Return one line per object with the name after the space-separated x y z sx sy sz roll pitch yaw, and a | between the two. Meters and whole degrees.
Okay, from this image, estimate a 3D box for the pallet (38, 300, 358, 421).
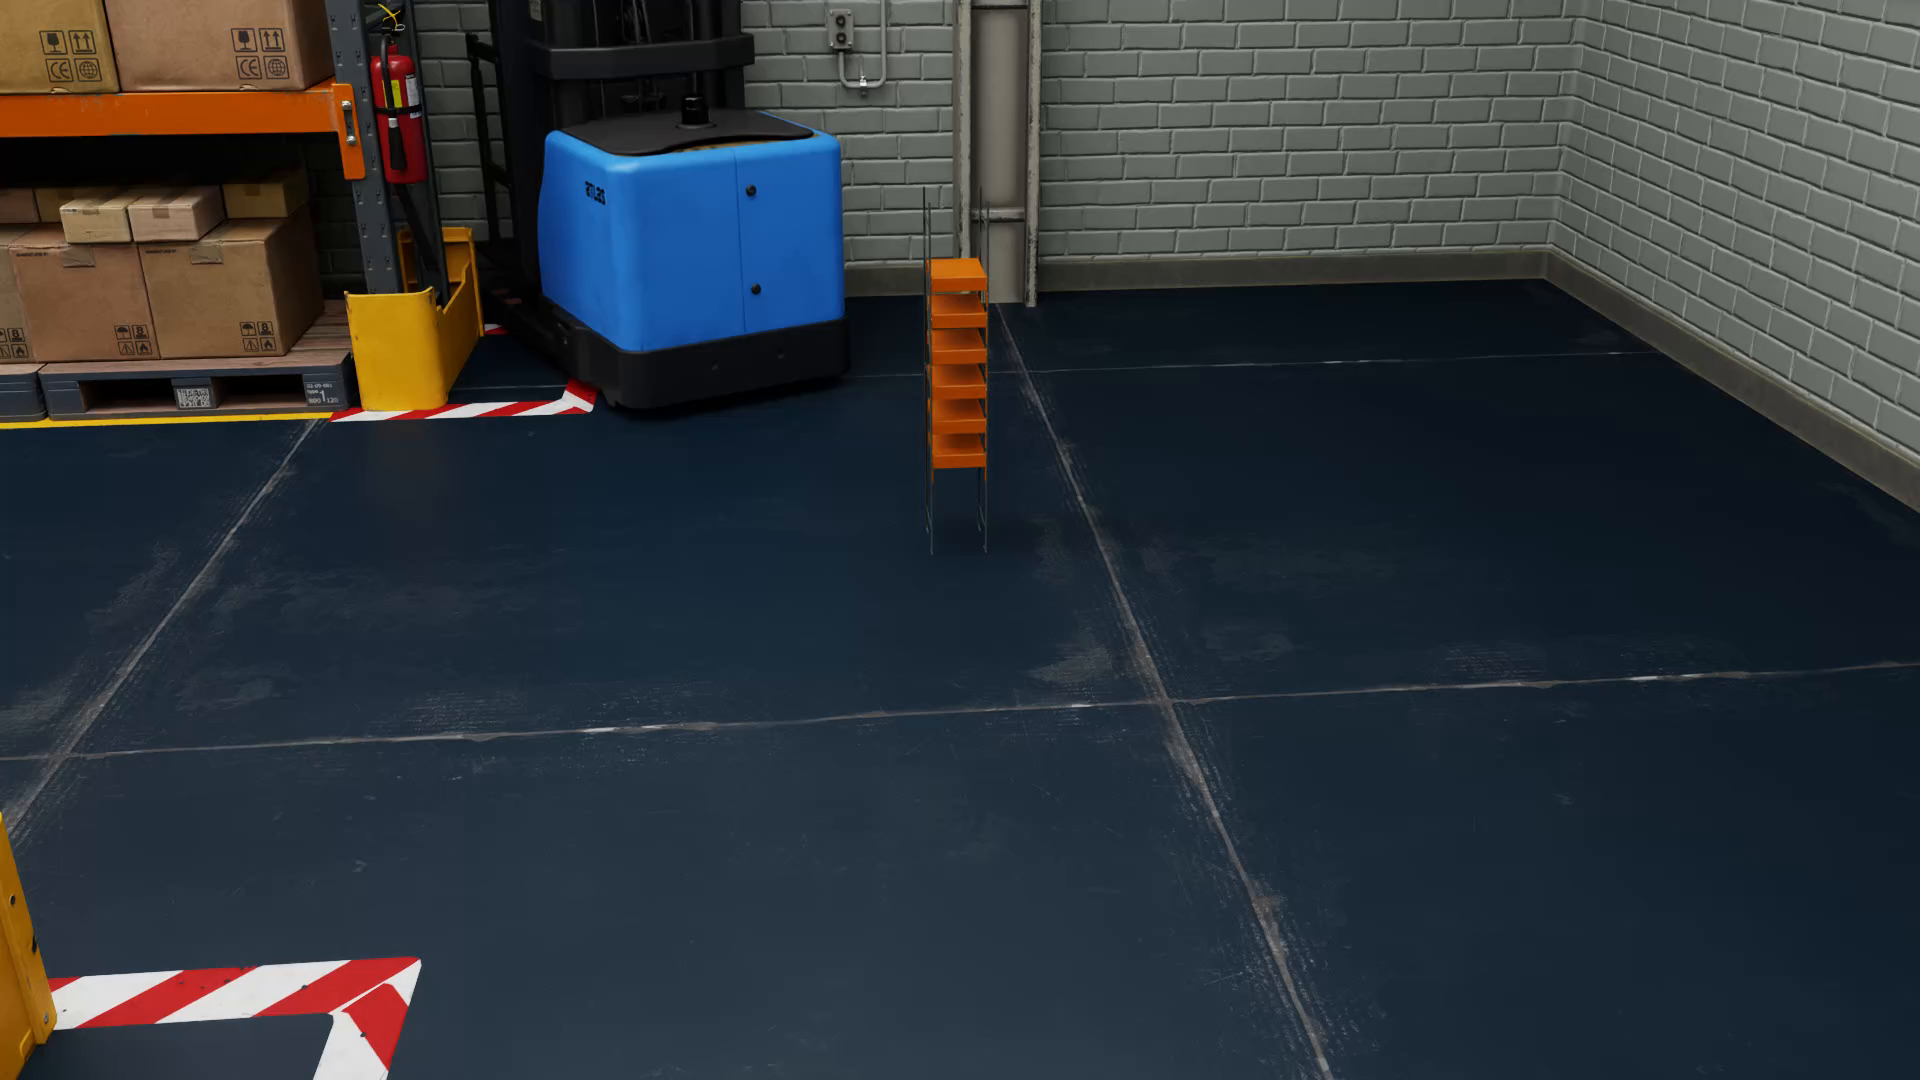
-3.212 -0.809 7.310 1.213 0.211 1.003 -2 24 -5 | pallet

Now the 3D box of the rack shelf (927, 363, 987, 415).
-0.014 -0.507 5.523 0.180 0.103 0.258 -2 24 -5 | rack shelf

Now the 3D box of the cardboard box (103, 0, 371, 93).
-2.931 -2.259 6.771 0.700 0.700 0.980 -1 24 -3 | cardboard box

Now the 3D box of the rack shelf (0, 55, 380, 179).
-4.415 -1.738 6.853 4.000 0.370 1.077 -2 24 -5 | rack shelf

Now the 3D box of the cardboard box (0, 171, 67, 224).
-4.012 -1.469 7.125 0.250 0.149 0.380 -2 24 -4 | cardboard box

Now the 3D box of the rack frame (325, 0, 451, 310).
-2.424 -2.147 6.887 0.127 3.000 1.000 -2 24 -5 | rack frame

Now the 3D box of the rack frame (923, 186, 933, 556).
-0.105 -0.544 5.497 0.006 1.200 0.240 -2 24 -5 | rack frame

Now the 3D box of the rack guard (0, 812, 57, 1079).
-2.009 1.001 2.883 0.348 0.500 1.175 -2 24 -5 | rack guard

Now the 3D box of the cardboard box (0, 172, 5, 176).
-4.268 -1.459 7.101 0.250 0.149 0.380 -2 24 -5 | cardboard box

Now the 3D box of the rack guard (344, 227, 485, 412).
-2.400 -1.005 7.397 0.348 0.500 1.175 -2 24 -5 | rack guard

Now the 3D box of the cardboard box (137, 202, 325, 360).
-3.111 -1.128 7.155 0.500 0.500 0.700 -2 24 -5 | cardboard box

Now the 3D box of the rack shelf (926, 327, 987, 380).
-0.014 -0.617 5.474 0.180 0.103 0.258 -2 24 -5 | rack shelf

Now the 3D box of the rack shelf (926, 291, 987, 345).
-0.014 -0.726 5.426 0.180 0.103 0.258 -2 24 -5 | rack shelf

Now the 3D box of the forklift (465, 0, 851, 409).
-1.675 -2.425 7.598 1.130 2.935 3.031 -14 28 -28 | forklift

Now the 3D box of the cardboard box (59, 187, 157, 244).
-3.475 -1.335 6.823 0.250 0.149 0.380 -2 24 -4 | cardboard box

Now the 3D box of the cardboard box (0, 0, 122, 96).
-3.654 -2.226 6.695 0.700 0.700 0.980 -2 24 -6 | cardboard box

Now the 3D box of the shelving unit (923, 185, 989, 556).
-0.014 -0.548 5.505 0.189 1.200 0.258 -2 24 -5 | shelving unit

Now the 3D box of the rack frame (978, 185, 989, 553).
0.077 -0.551 5.513 0.006 1.200 0.240 -2 24 -5 | rack frame

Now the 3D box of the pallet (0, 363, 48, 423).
-4.424 -0.762 7.203 1.213 0.211 1.003 -2 24 -5 | pallet

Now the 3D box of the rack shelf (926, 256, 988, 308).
-0.014 -0.836 5.377 0.180 0.103 0.258 -2 24 -5 | rack shelf

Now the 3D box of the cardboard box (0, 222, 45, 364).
-4.109 -1.088 7.065 0.500 0.500 0.700 -3 24 -7 | cardboard box

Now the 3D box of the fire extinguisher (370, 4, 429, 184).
-2.229 -1.760 6.572 0.183 0.674 0.296 -2 24 -5 | fire extinguisher

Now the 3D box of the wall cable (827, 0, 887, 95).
-1.243 -3.044 7.656 1.851 1.984 0.084 -2 24 -5 | wall cable

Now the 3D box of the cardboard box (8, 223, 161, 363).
-3.609 -1.108 7.110 0.500 0.500 0.700 -2 24 -5 | cardboard box

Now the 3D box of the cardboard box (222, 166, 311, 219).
-3.006 -1.510 7.217 0.250 0.149 0.380 -2 24 -5 | cardboard box

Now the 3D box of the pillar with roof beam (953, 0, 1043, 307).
0.601 -3.605 2.782 0.400 9.000 9.100 -2 24 -5 | pillar with roof beam

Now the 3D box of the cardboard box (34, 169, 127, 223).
-3.759 -1.480 7.148 0.250 0.149 0.380 -2 24 -5 | cardboard box

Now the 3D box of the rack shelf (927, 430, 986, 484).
-0.014 -0.288 5.621 0.180 0.103 0.258 -2 24 -5 | rack shelf

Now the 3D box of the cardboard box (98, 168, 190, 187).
-3.510 -1.490 7.170 0.250 0.149 0.380 -2 24 -5 | cardboard box

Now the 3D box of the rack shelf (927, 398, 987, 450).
-0.014 -0.397 5.572 0.180 0.103 0.258 -2 24 -5 | rack shelf

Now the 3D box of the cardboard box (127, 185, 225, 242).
-3.221 -1.346 6.846 0.250 0.149 0.380 -3 24 -6 | cardboard box
